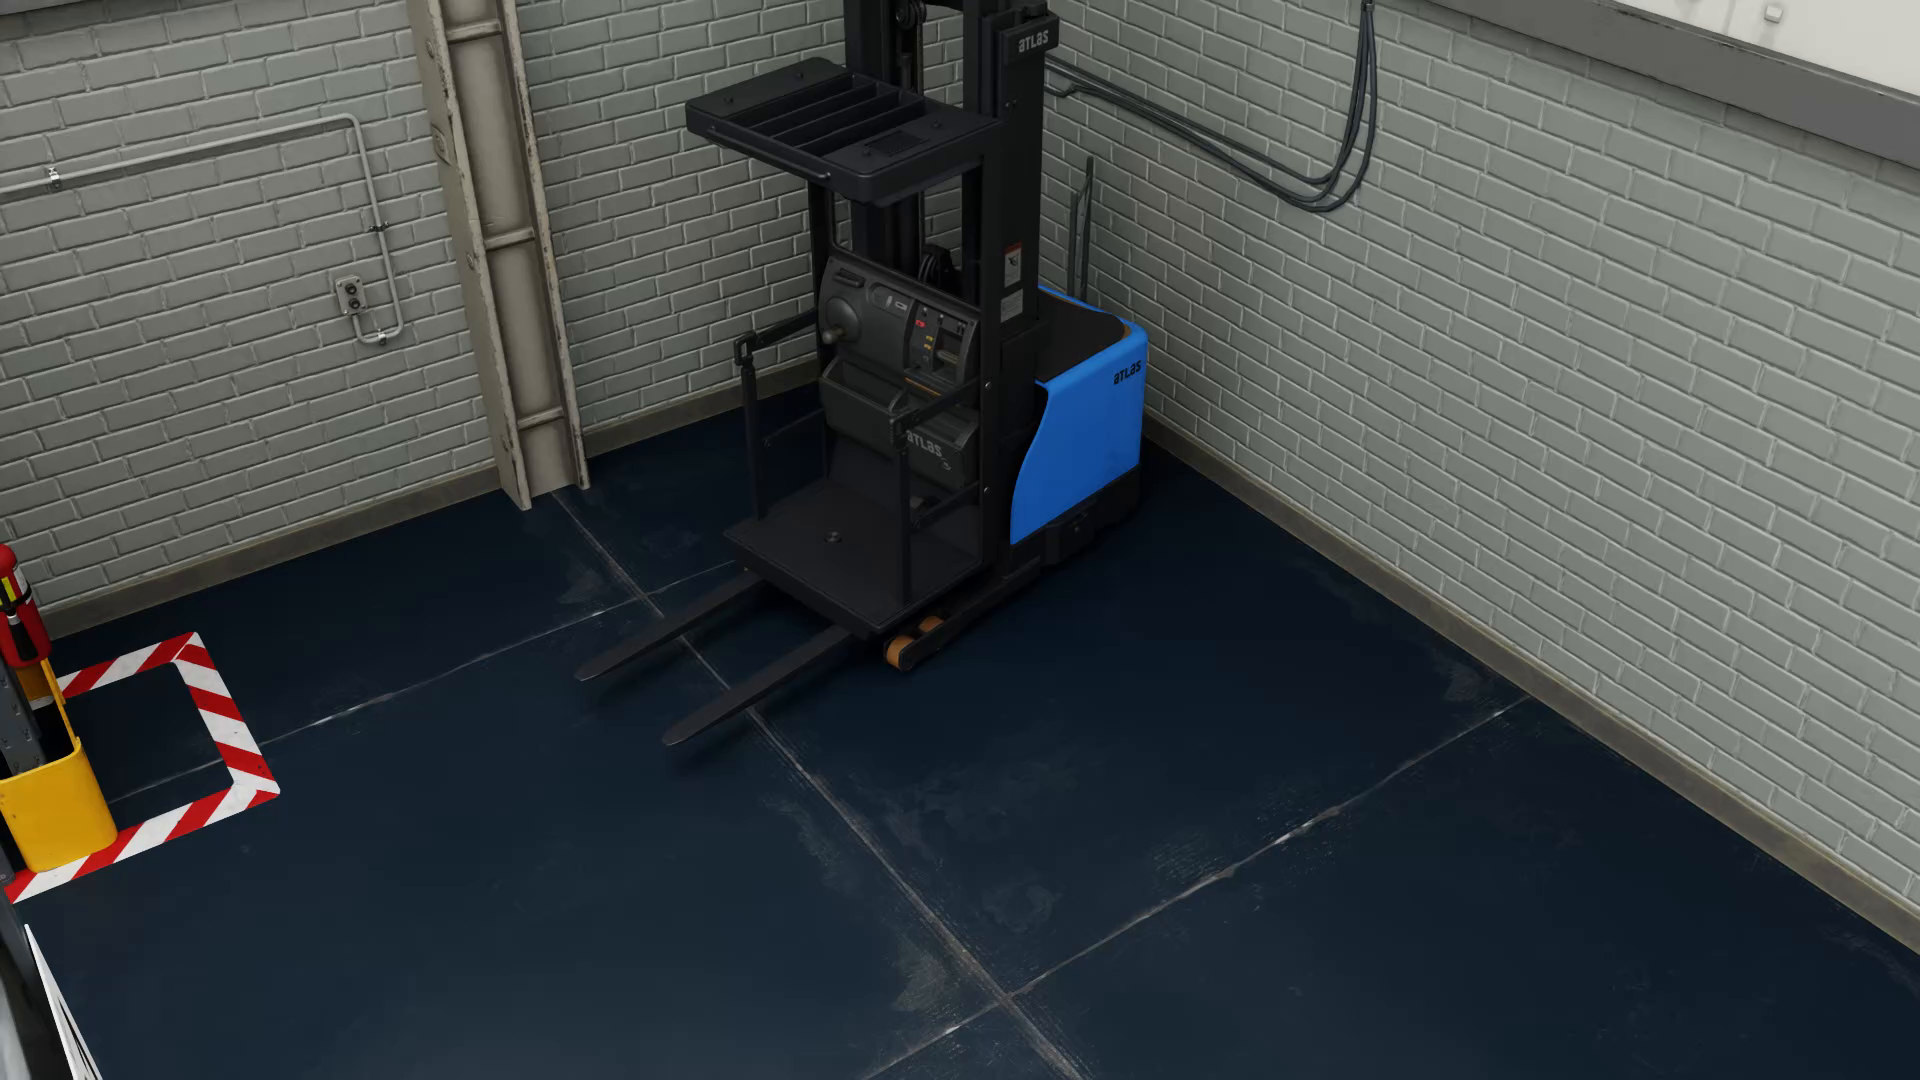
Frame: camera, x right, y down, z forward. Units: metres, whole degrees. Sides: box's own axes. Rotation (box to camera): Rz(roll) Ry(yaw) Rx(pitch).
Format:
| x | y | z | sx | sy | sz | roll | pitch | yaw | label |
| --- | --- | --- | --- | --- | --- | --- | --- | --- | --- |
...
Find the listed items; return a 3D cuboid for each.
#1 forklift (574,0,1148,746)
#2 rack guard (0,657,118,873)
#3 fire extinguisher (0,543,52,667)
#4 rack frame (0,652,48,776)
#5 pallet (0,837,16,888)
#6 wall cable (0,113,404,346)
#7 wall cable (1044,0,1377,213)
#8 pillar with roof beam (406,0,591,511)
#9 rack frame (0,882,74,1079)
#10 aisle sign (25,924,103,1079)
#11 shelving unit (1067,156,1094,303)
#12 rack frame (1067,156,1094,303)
| x | y | z | sx | sy | sz | roll | pitch | yaw | label |
| --- | --- | --- | --- | --- | --- | --- | --- | --- | --- |
| -0.431 | -0.922 | 7.335 | 1.130 | 2.935 | 3.031 | 29 | 45 | 34 | forklift |
| -3.925 | 0.817 | 6.999 | 0.348 | 0.500 | 1.175 | -22 | 41 | -28 | rack guard |
| -3.556 | 0.163 | 6.154 | 0.183 | 0.674 | 0.296 | -22 | 41 | -28 | fire extinguisher |
| -3.945 | -0.189 | 6.258 | 0.127 | 3.000 | 1.000 | -22 | 41 | -28 | rack frame |
| -4.553 | 1.249 | 6.646 | 1.213 | 0.211 | 1.003 | -22 | 41 | -28 | pallet |
| -3.443 | -1.484 | 7.188 | 1.851 | 1.984 | 0.084 | -22 | 41 | -28 | wall cable |
| 0.884 | -3.096 | 7.821 | 0.112 | 2.526 | 3.097 | -22 | 41 | -28 | wall cable |
| 0.244 | -1.891 | 3.486 | 0.400 | 9.000 | 9.100 | -22 | 41 | -28 | pillar with roof beam |
| -1.088 | -0.262 | 1.221 | 0.127 | 3.000 | 1.000 | -22 | 41 | -28 | rack frame |
| -1.201 | 0.955 | 2.440 | 0.004 | 0.787 | 0.394 | -22 | 41 | -28 | aisle sign |
| 0.143 | -1.357 | 9.165 | 1.048 | 1.500 | 0.538 | 8 | 37 | 11 | shelving unit |
| 0.636 | -1.286 | 9.067 | 0.032 | 1.500 | 0.500 | 8 | 37 | 11 | rack frame |
